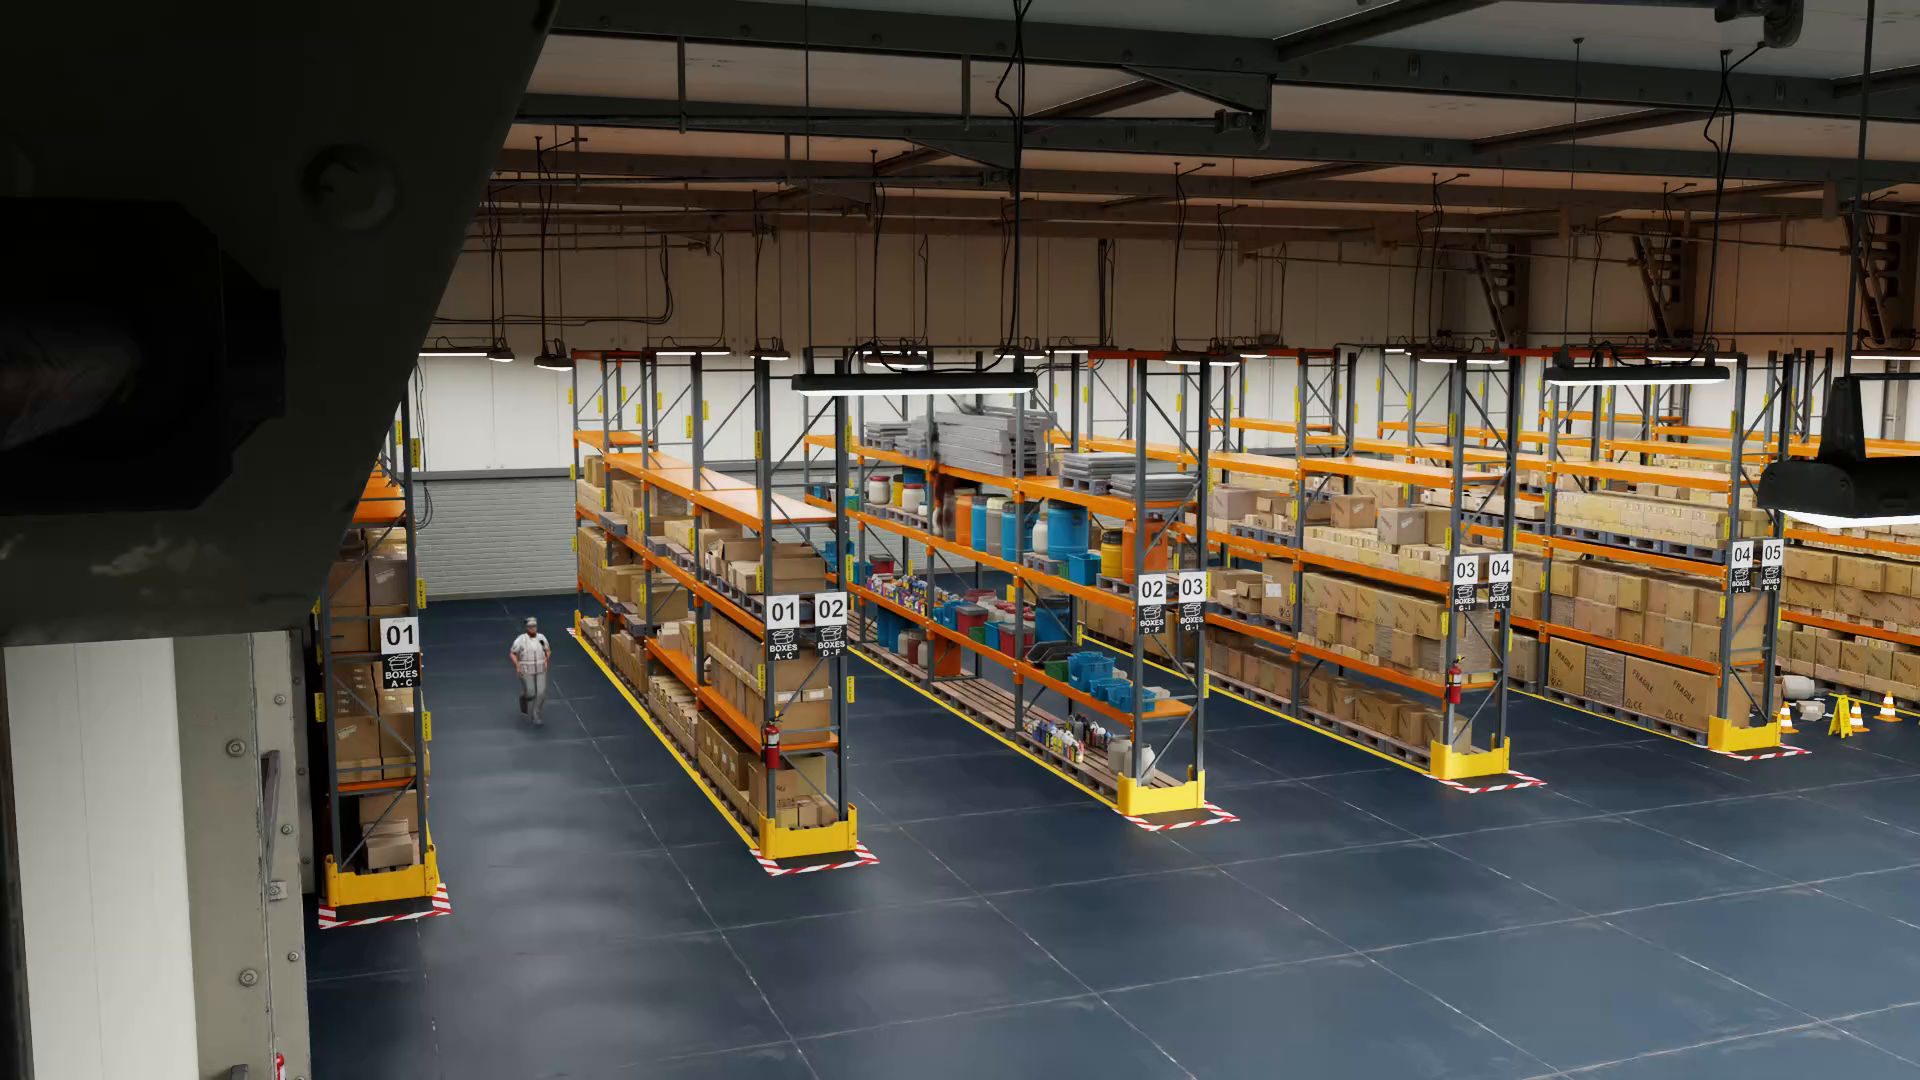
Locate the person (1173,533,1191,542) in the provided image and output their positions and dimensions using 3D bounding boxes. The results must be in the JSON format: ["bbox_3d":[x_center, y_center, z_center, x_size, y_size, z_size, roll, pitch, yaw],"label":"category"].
[{"bbox_3d":[5.462,0.410,41.284,0.649,1.667,0.703,-2,7,-19],"label":"person"}]

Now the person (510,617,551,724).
[{"bbox_3d":[-6.975,2.113,27.125,0.665,1.746,0.603,-4,8,-31],"label":"person"}]

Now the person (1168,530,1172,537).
[{"bbox_3d":[4.938,0.555,39.945,0.666,1.696,0.701,2,7,17],"label":"person"}]
